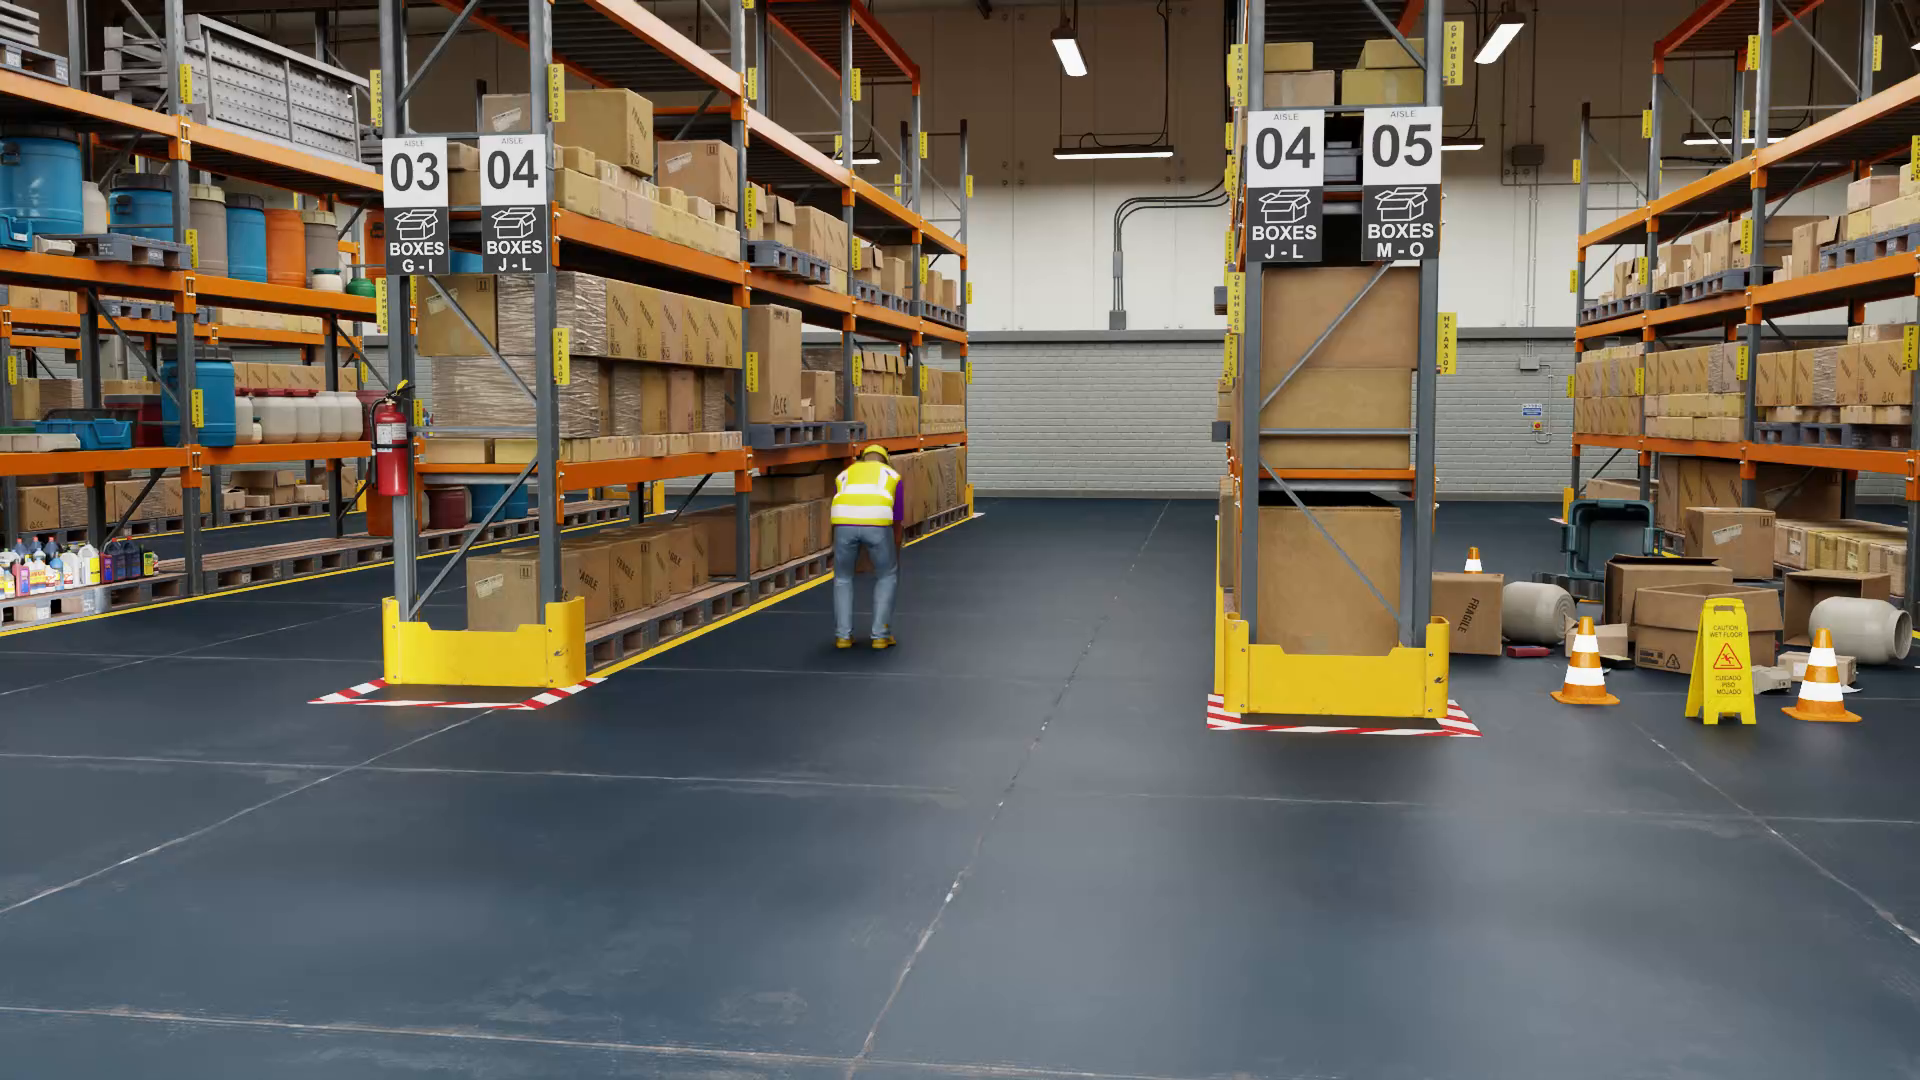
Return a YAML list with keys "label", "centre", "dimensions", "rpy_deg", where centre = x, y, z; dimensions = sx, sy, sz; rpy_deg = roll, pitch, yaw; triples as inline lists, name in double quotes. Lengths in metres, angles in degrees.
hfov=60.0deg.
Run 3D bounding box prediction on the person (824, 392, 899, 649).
- label: "person"
  centre: [-0.664, -0.147, 11.479]
  dimensions: [0.505, 1.750, 0.582]
  rpy_deg: [1, 4, 8]
